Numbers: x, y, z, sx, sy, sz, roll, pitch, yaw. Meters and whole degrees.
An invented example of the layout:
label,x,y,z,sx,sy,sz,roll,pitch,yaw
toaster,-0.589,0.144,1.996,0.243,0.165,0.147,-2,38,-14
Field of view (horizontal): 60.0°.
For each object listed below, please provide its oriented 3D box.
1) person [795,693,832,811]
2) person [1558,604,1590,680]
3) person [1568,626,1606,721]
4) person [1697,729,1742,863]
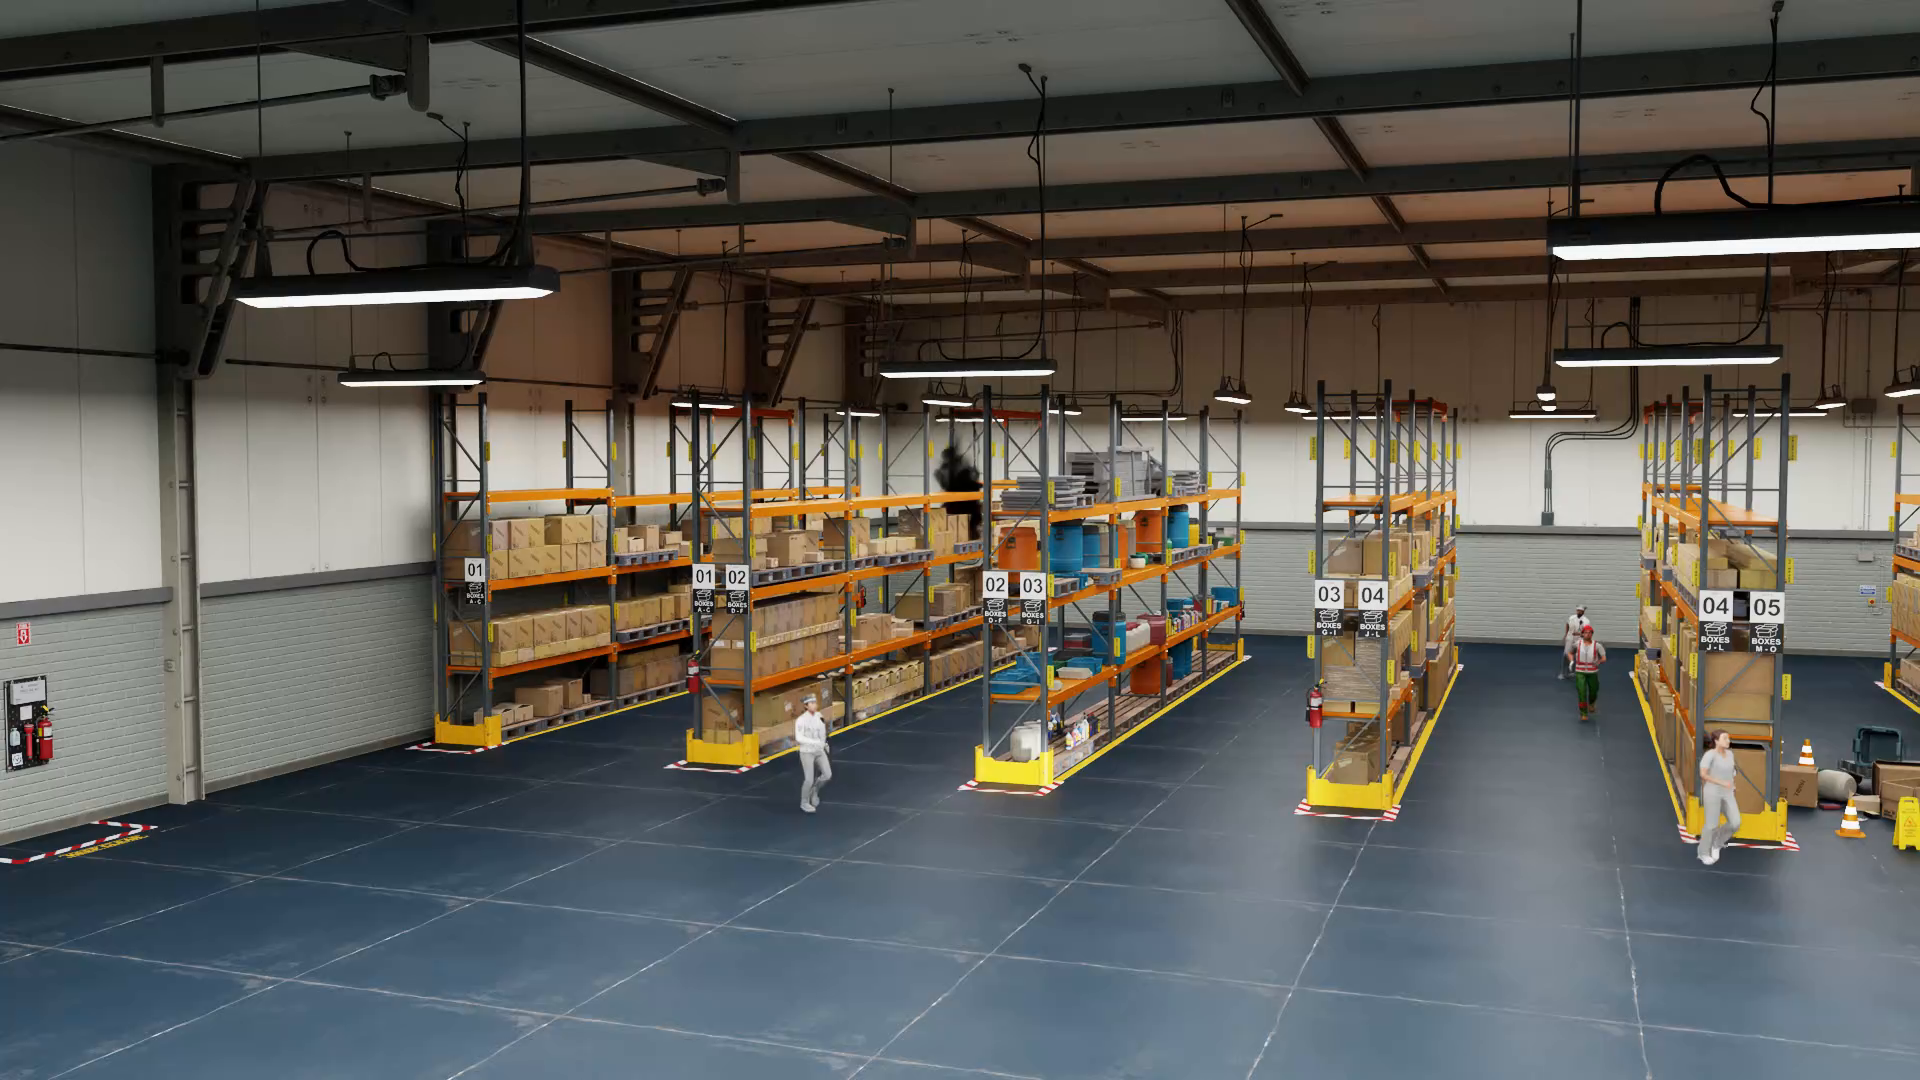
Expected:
label,x,y,z,sx,sy,sz,roll,pitch,yaw
person,-2.017,2.943,23.002,0.560,1.654,0.577,-3,4,-40
person,13.530,2.235,36.496,0.607,1.683,0.712,2,4,36
person,11.683,2.473,31.001,0.669,1.761,0.867,1,3,22
person,9.234,3.109,20.135,0.587,1.650,0.580,-1,3,-12
